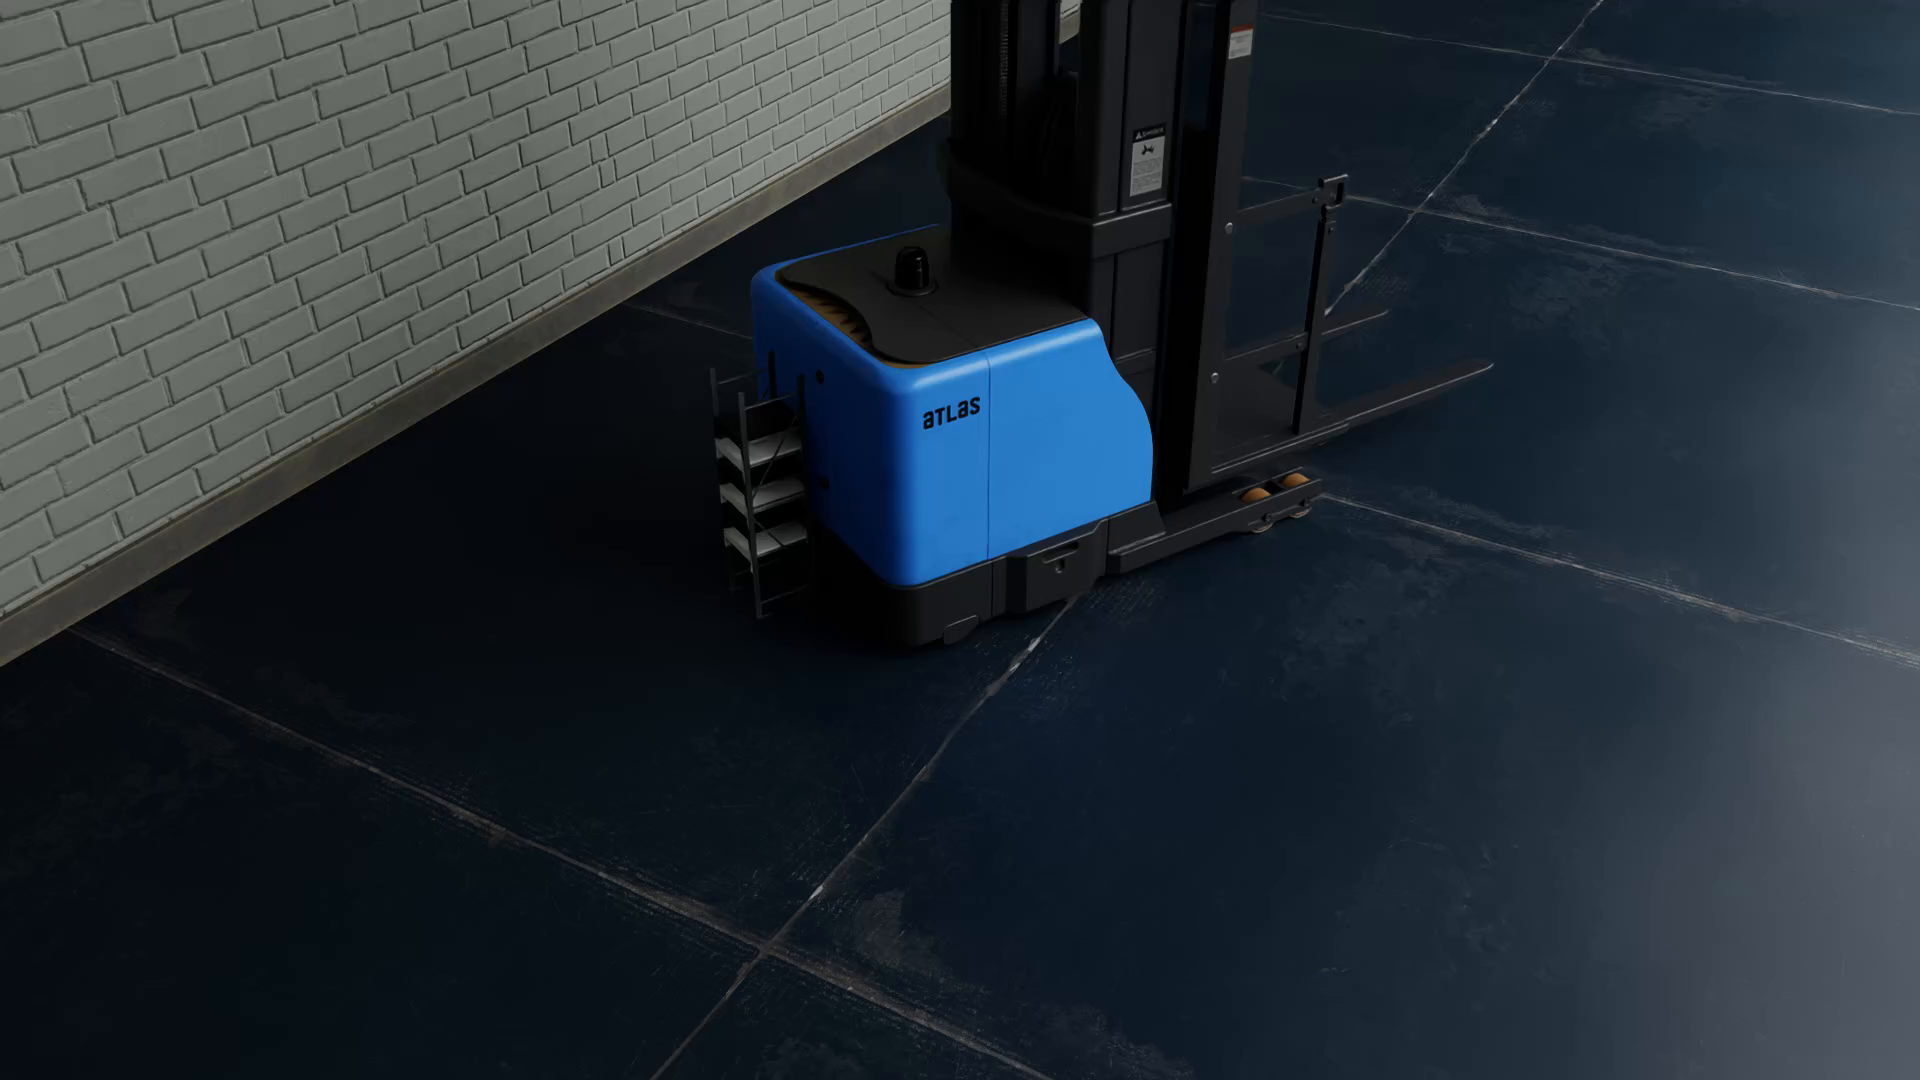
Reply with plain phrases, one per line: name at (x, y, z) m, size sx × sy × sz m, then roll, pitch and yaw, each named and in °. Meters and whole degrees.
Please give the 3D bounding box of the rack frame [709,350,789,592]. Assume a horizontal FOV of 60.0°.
rack frame at (-0.727, -0.227, 5.779) m, size 0.240 × 0.900 × 0.006 m, roll -20°, pitch 39°, yaw -28°

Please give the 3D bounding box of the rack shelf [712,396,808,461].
rack shelf at (-0.670, -0.377, 5.577) m, size 0.258 × 0.077 × 0.200 m, roll -20°, pitch 39°, yaw -28°

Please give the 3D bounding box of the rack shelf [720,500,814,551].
rack shelf at (-0.670, -0.077, 5.777) m, size 0.258 × 0.077 × 0.200 m, roll -20°, pitch 39°, yaw -28°

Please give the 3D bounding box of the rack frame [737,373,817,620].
rack frame at (-0.613, -0.133, 5.638) m, size 0.240 × 0.900 × 0.006 m, roll -20°, pitch 39°, yaw -28°

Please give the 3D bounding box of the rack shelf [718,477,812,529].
rack shelf at (-0.670, -0.152, 5.727) m, size 0.258 × 0.077 × 0.200 m, roll -20°, pitch 39°, yaw -28°

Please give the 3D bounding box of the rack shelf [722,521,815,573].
rack shelf at (-0.670, -0.002, 5.827) m, size 0.258 × 0.077 × 0.200 m, roll -20°, pitch 39°, yaw -28°

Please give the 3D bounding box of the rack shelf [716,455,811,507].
rack shelf at (-0.670, -0.227, 5.677) m, size 0.258 × 0.077 × 0.200 m, roll -20°, pitch 39°, yaw -28°

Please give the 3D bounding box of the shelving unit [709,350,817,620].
shelving unit at (-0.670, -0.180, 5.709) m, size 0.258 × 0.900 × 0.210 m, roll -20°, pitch 39°, yaw -28°

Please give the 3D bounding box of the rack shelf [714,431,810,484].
rack shelf at (-0.670, -0.302, 5.627) m, size 0.258 × 0.077 × 0.200 m, roll -20°, pitch 39°, yaw -28°

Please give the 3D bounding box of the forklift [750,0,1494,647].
forklift at (0.781, -1.474, 5.820) m, size 3.031 × 2.935 × 1.130 m, roll -20°, pitch 38°, yaw -27°
